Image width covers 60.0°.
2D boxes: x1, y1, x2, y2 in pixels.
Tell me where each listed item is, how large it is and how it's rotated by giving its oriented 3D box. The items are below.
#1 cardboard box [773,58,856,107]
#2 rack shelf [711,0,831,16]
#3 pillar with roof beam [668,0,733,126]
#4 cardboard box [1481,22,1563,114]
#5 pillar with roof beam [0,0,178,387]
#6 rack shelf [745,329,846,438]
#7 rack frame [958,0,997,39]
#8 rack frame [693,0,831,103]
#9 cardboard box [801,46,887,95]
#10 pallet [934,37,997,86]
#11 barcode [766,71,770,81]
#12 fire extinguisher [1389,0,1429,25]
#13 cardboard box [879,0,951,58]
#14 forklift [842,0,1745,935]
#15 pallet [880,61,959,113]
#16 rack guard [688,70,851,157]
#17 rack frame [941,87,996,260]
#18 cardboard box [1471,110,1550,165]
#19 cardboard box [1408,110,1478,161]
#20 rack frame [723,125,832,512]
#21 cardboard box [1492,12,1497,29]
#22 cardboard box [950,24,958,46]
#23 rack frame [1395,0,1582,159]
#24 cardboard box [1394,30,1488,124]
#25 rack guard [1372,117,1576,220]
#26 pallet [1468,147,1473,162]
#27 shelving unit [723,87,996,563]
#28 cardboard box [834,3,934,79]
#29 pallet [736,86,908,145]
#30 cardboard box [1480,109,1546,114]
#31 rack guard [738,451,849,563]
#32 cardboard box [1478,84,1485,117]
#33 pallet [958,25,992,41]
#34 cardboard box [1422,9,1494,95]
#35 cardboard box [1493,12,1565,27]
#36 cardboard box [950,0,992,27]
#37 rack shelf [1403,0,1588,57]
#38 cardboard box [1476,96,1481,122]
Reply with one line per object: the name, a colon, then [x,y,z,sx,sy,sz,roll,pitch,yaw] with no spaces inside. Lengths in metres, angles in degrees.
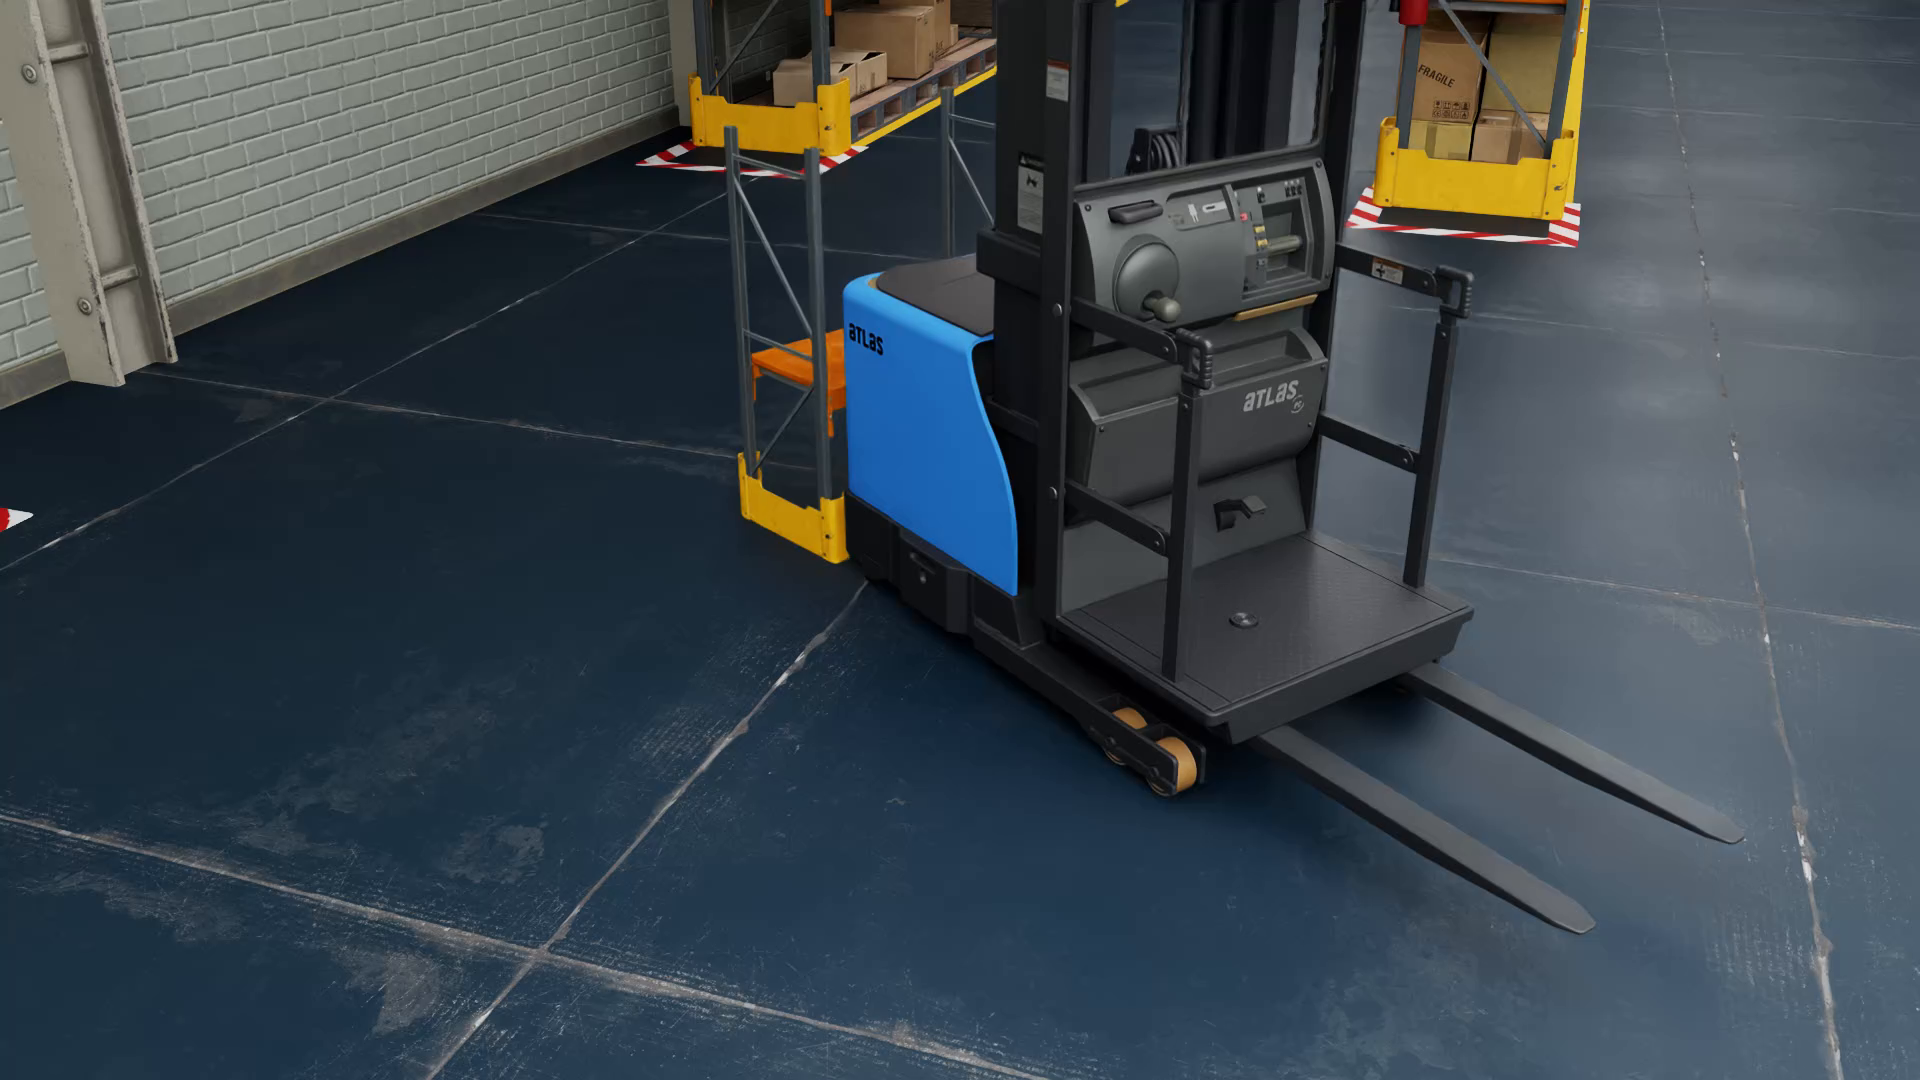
cardboard box: [-1.096,-3.476,12.567,0.500,0.311,0.500,6,26,12]
rack shelf: [-0.746,-4.715,13.371,1.077,0.370,4.000,9,27,17]
pillar with roof beam: [2.065,-6.706,9.773,9.100,9.000,0.400,9,27,17]
cardboard box: [3.814,-3.183,11.194,0.500,0.500,0.500,9,27,17]
pillar with roof beam: [0.069,-4.240,4.681,9.100,9.000,0.400,9,27,17]
rack shelf: [-0.268,-0.676,6.337,1.000,0.185,0.538,-22,33,-38]
rack frame: [-0.080,-5.860,14.912,1.000,3.000,0.127,9,27,17]
rack frame: [-1.411,-4.217,11.517,1.000,3.000,0.127,9,27,17]
cardboard box: [-0.907,-3.710,13.051,0.500,0.311,0.500,11,28,22]
pallet: [-0.270,-4.324,14.939,1.003,0.211,1.213,9,27,17]
barcode: [-1.467,-3.545,12.700,0.001,0.075,0.075,9,27,17]
fire extinguisher: [2.784,-3.484,10.092,0.296,0.674,0.183,9,27,17]
cardboard box: [-0.388,-4.501,14.468,0.500,0.500,0.500,7,27,14]
forklift: [0.844,-0.829,4.599,1.130,2.935,3.031,-17,31,-31]
pallet: [-0.675,-3.821,13.900,1.003,0.211,1.213,9,27,17]
rack guard: [-1.386,-3.123,12.126,1.175,0.500,0.348,9,27,17]
rack frame: [0.106,-0.987,6.568,0.032,1.500,0.500,-22,33,-38]
cardboard box: [3.649,-2.639,10.933,0.500,0.250,0.500,9,27,17]
cardboard box: [3.161,-2.715,11.088,0.500,0.250,0.500,9,27,17]
rack frame: [-0.643,-0.688,5.949,0.032,1.500,0.500,-22,33,-38]
cardboard box: [3.646,-3.671,12.202,0.500,0.500,0.500,9,27,17]
cardboard box: [-0.230,-4.559,14.970,0.380,0.166,0.250,5,26,11]
rack frame: [3.261,-3.500,10.036,1.000,3.000,0.127,9,27,17]
cardboard box: [3.159,-3.052,10.925,0.500,0.500,0.500,9,27,17]
rack guard: [3.253,-2.365,10.561,1.175,0.500,0.348,9,27,17]
pallet: [3.476,-2.565,11.306,1.003,0.211,1.213,9,27,17]
shelving unit: [-0.262,-0.840,6.264,1.083,1.500,0.587,-22,33,-38]
cardboard box: [-0.615,-4.089,13.618,0.700,0.500,0.500,7,27,14]
pallet: [-1.082,-3.322,12.868,1.003,0.211,1.213,9,27,17]
cardboard box: [3.812,-2.845,11.358,0.500,0.250,0.500,9,27,17]
rack guard: [-0.628,-0.131,6.233,0.087,0.250,0.587,-22,33,-38]
cardboard box: [3.481,-3.127,11.941,0.500,0.250,0.500,9,27,17]
pallet: [0.177,-4.926,16.181,1.003,0.211,1.213,9,27,17]
cardboard box: [3.478,-3.465,11.778,0.500,0.500,0.500,9,27,17]
cardboard box: [3.968,-3.390,11.622,0.500,0.500,0.500,9,27,17]
cardboard box: [0.149,-5.238,15.990,0.700,0.500,0.500,10,27,19]
rack shelf: [3.927,-3.998,11.891,1.077,0.370,4.000,9,27,17]
cardboard box: [3.316,-2.922,11.516,0.500,0.250,0.500,9,27,17]
